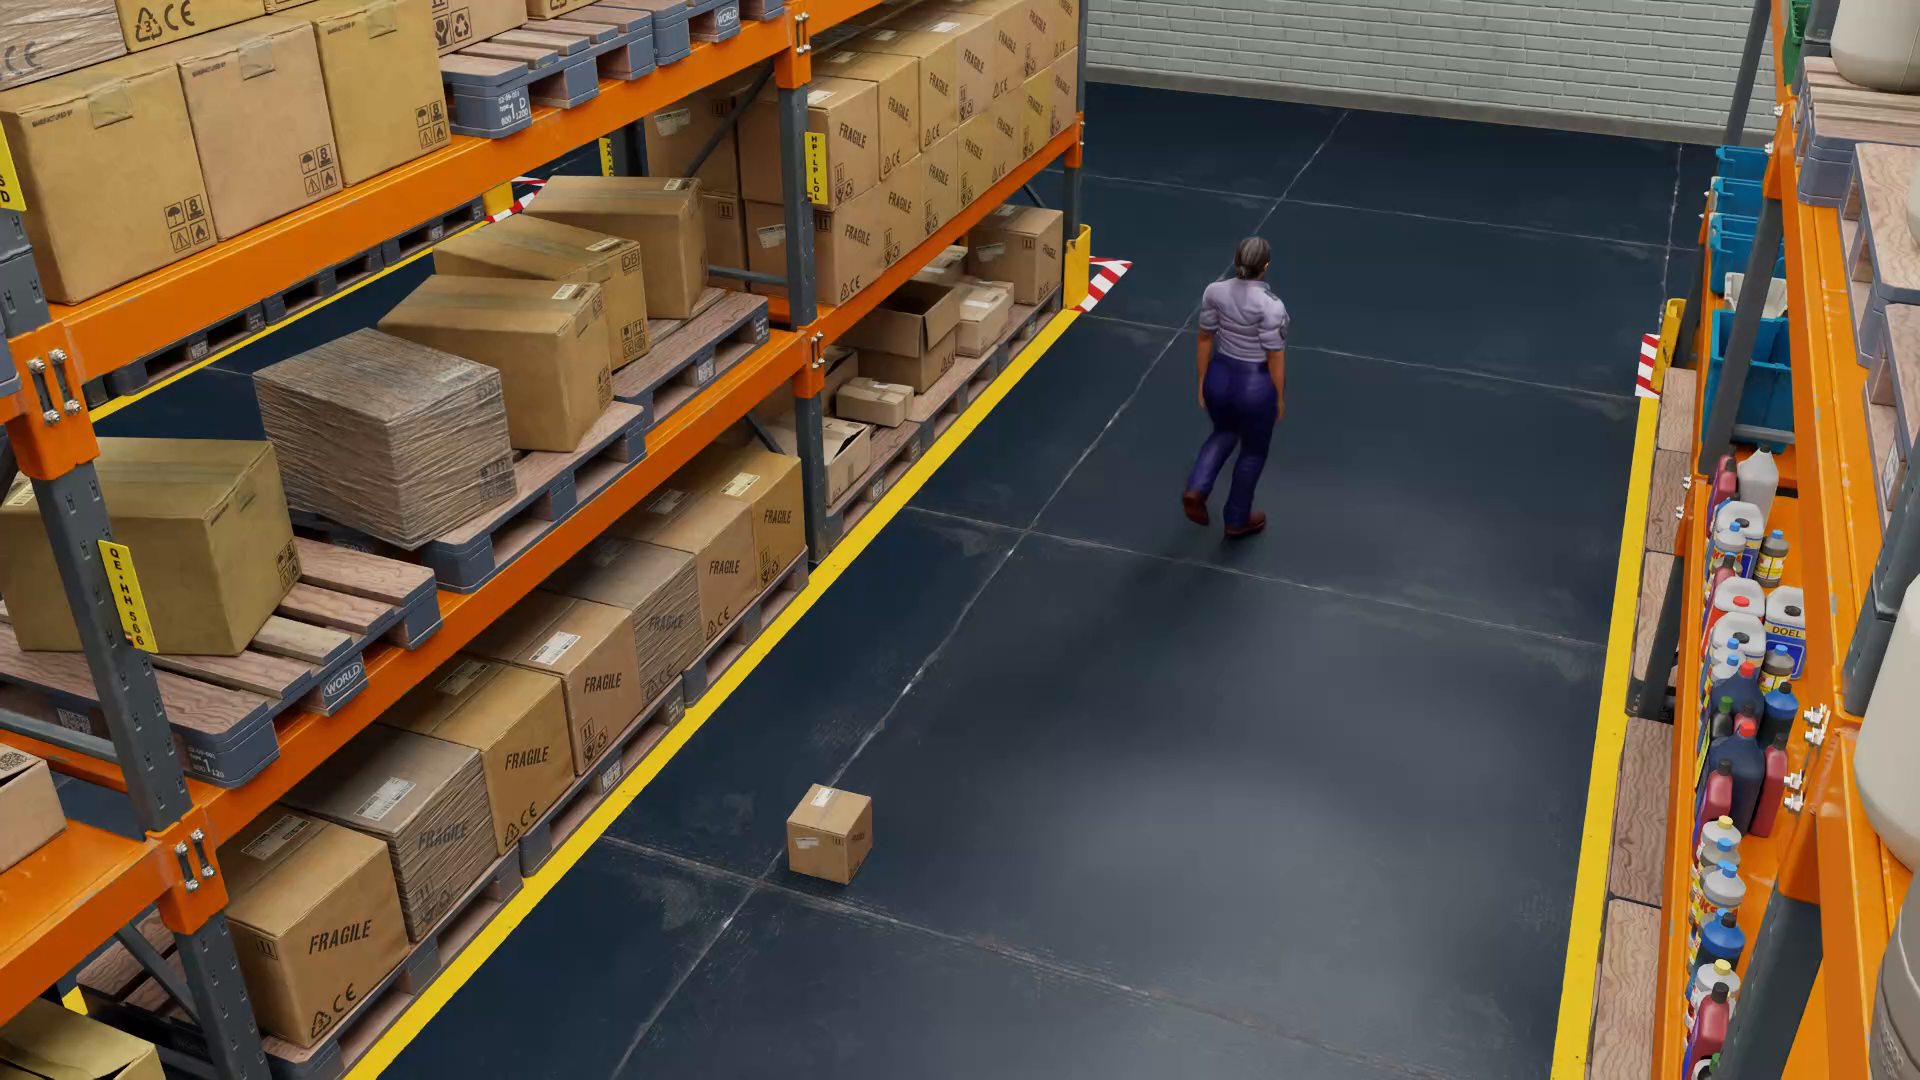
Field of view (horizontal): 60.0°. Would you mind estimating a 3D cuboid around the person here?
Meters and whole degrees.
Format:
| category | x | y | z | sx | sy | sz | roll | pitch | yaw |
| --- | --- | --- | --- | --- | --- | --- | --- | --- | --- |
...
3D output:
| category | x | y | z | sx | sy | sz | roll | pitch | yaw |
| --- | --- | --- | --- | --- | --- | --- | --- | --- | --- |
| person | 1.430 | -0.770 | 8.442 | 0.472 | 1.636 | 0.466 | 24 | 38 | 36 |
